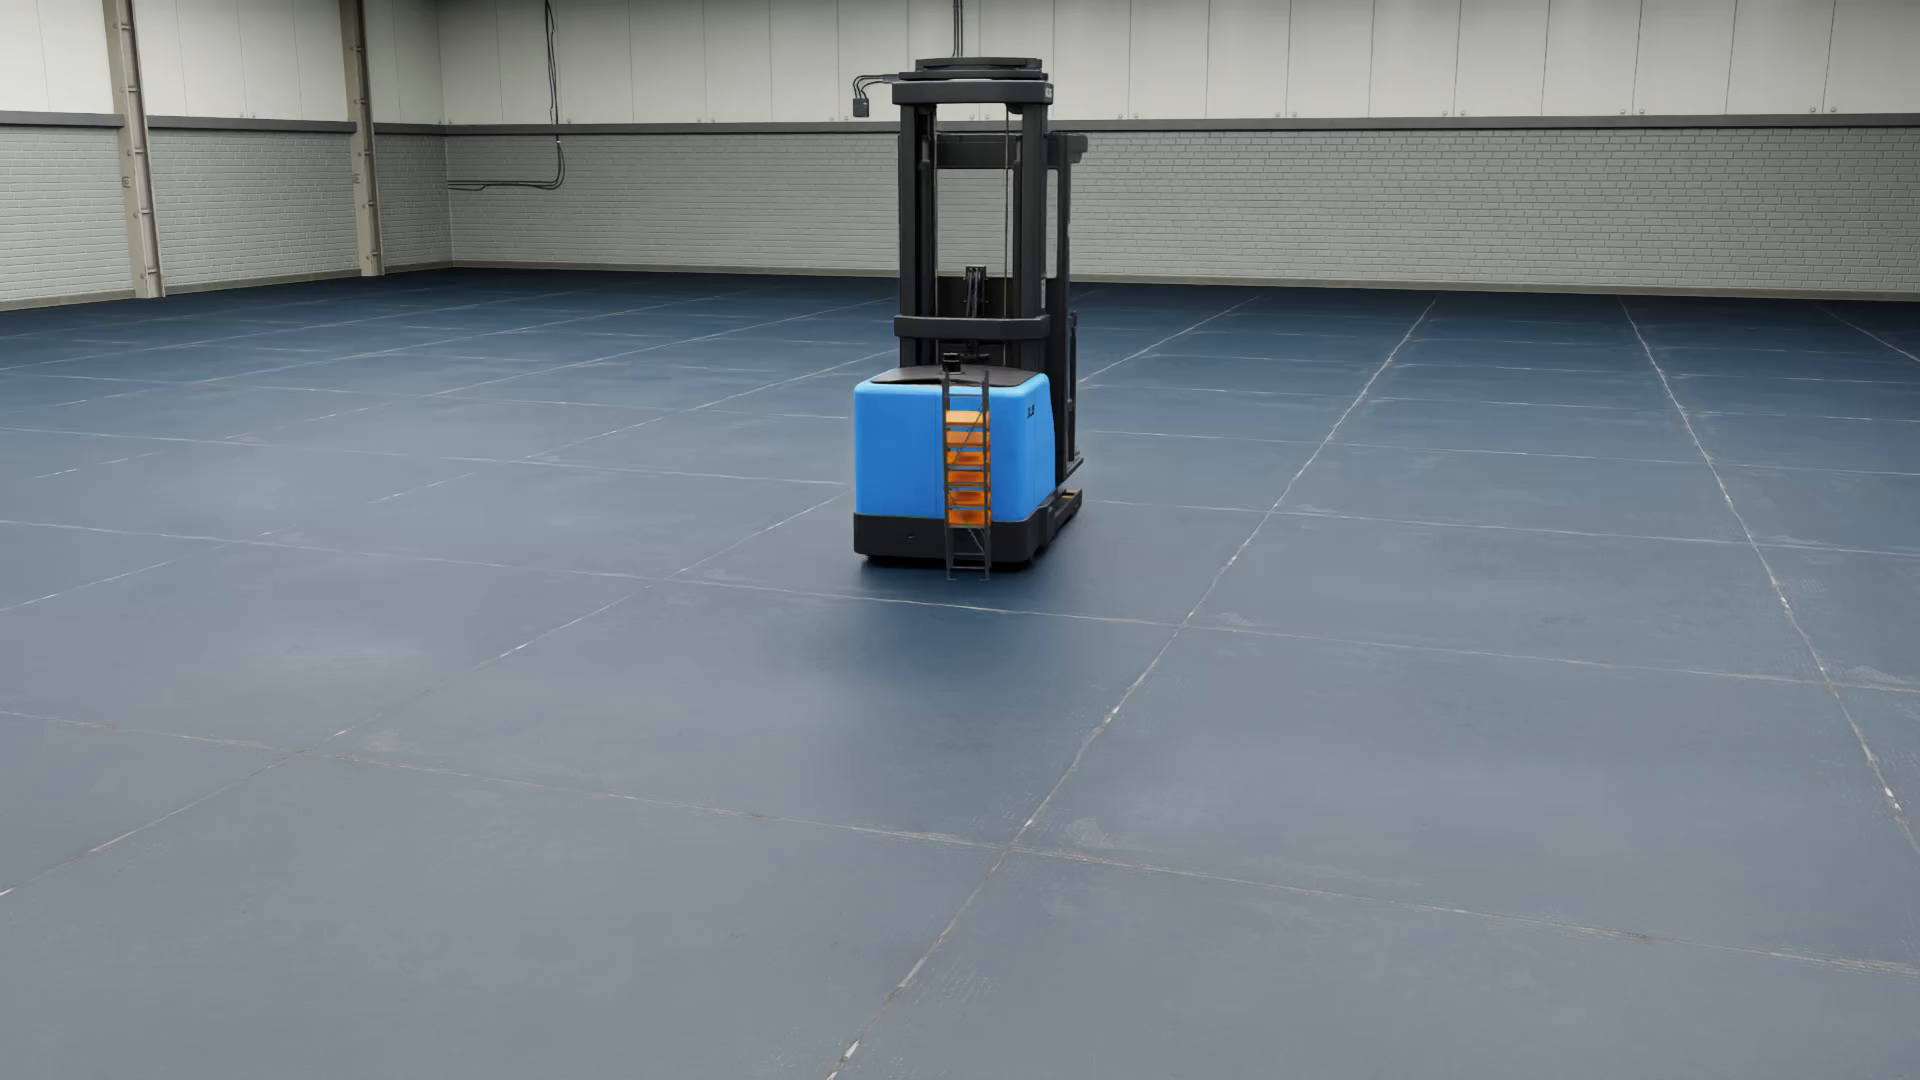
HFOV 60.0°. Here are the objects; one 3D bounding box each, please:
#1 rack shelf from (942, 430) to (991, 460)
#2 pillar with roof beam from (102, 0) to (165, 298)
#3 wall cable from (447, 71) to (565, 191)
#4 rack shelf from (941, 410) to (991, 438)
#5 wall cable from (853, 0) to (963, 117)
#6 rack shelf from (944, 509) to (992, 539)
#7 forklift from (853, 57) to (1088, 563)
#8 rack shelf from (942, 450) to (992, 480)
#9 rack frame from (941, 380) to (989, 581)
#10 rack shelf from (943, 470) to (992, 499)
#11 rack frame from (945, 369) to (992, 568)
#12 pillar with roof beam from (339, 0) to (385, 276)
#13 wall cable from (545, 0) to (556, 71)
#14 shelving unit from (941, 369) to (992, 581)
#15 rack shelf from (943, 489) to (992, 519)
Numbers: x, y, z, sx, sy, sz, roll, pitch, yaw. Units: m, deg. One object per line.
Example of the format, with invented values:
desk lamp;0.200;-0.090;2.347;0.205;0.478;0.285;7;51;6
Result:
rack shelf;0.037;-0.529;9.217;0.258;0.103;0.180;1;25;6
pillar with roof beam;-10.103;-8.327;26.747;9.100;9.000;0.400;4;14;18
wall cable;-10.031;-8.911;36.286;3.097;2.526;0.112;4;14;18
rack shelf;0.035;-0.638;9.166;0.258;0.103;0.180;1;25;6
wall cable;-1.053;-11.396;32.553;2.305;6.003;0.169;4;14;18
rack shelf;0.047;-0.093;9.417;0.258;0.103;0.180;1;25;6
forklift;0.211;-1.578;10.816;1.130;2.935;3.031;3;13;13
rack shelf;0.040;-0.420;9.267;0.258;0.103;0.180;1;25;6
rack frame;0.032;-0.313;9.216;0.240;1.200;0.006;1;25;6
rack shelf;0.042;-0.311;9.317;0.258;0.103;0.180;1;25;6
rack frame;0.050;-0.390;9.381;0.240;1.200;0.006;1;25;6
pillar with roof beam;-8.162;-9.590;32.282;9.100;9.000;0.400;4;14;18
wall cable;-7.471;-11.179;34.871;3.097;2.526;0.112;4;14;18
shelving unit;0.041;-0.352;9.298;0.258;1.200;0.189;1;25;6
rack shelf;0.045;-0.202;9.367;0.258;0.103;0.180;1;25;6
